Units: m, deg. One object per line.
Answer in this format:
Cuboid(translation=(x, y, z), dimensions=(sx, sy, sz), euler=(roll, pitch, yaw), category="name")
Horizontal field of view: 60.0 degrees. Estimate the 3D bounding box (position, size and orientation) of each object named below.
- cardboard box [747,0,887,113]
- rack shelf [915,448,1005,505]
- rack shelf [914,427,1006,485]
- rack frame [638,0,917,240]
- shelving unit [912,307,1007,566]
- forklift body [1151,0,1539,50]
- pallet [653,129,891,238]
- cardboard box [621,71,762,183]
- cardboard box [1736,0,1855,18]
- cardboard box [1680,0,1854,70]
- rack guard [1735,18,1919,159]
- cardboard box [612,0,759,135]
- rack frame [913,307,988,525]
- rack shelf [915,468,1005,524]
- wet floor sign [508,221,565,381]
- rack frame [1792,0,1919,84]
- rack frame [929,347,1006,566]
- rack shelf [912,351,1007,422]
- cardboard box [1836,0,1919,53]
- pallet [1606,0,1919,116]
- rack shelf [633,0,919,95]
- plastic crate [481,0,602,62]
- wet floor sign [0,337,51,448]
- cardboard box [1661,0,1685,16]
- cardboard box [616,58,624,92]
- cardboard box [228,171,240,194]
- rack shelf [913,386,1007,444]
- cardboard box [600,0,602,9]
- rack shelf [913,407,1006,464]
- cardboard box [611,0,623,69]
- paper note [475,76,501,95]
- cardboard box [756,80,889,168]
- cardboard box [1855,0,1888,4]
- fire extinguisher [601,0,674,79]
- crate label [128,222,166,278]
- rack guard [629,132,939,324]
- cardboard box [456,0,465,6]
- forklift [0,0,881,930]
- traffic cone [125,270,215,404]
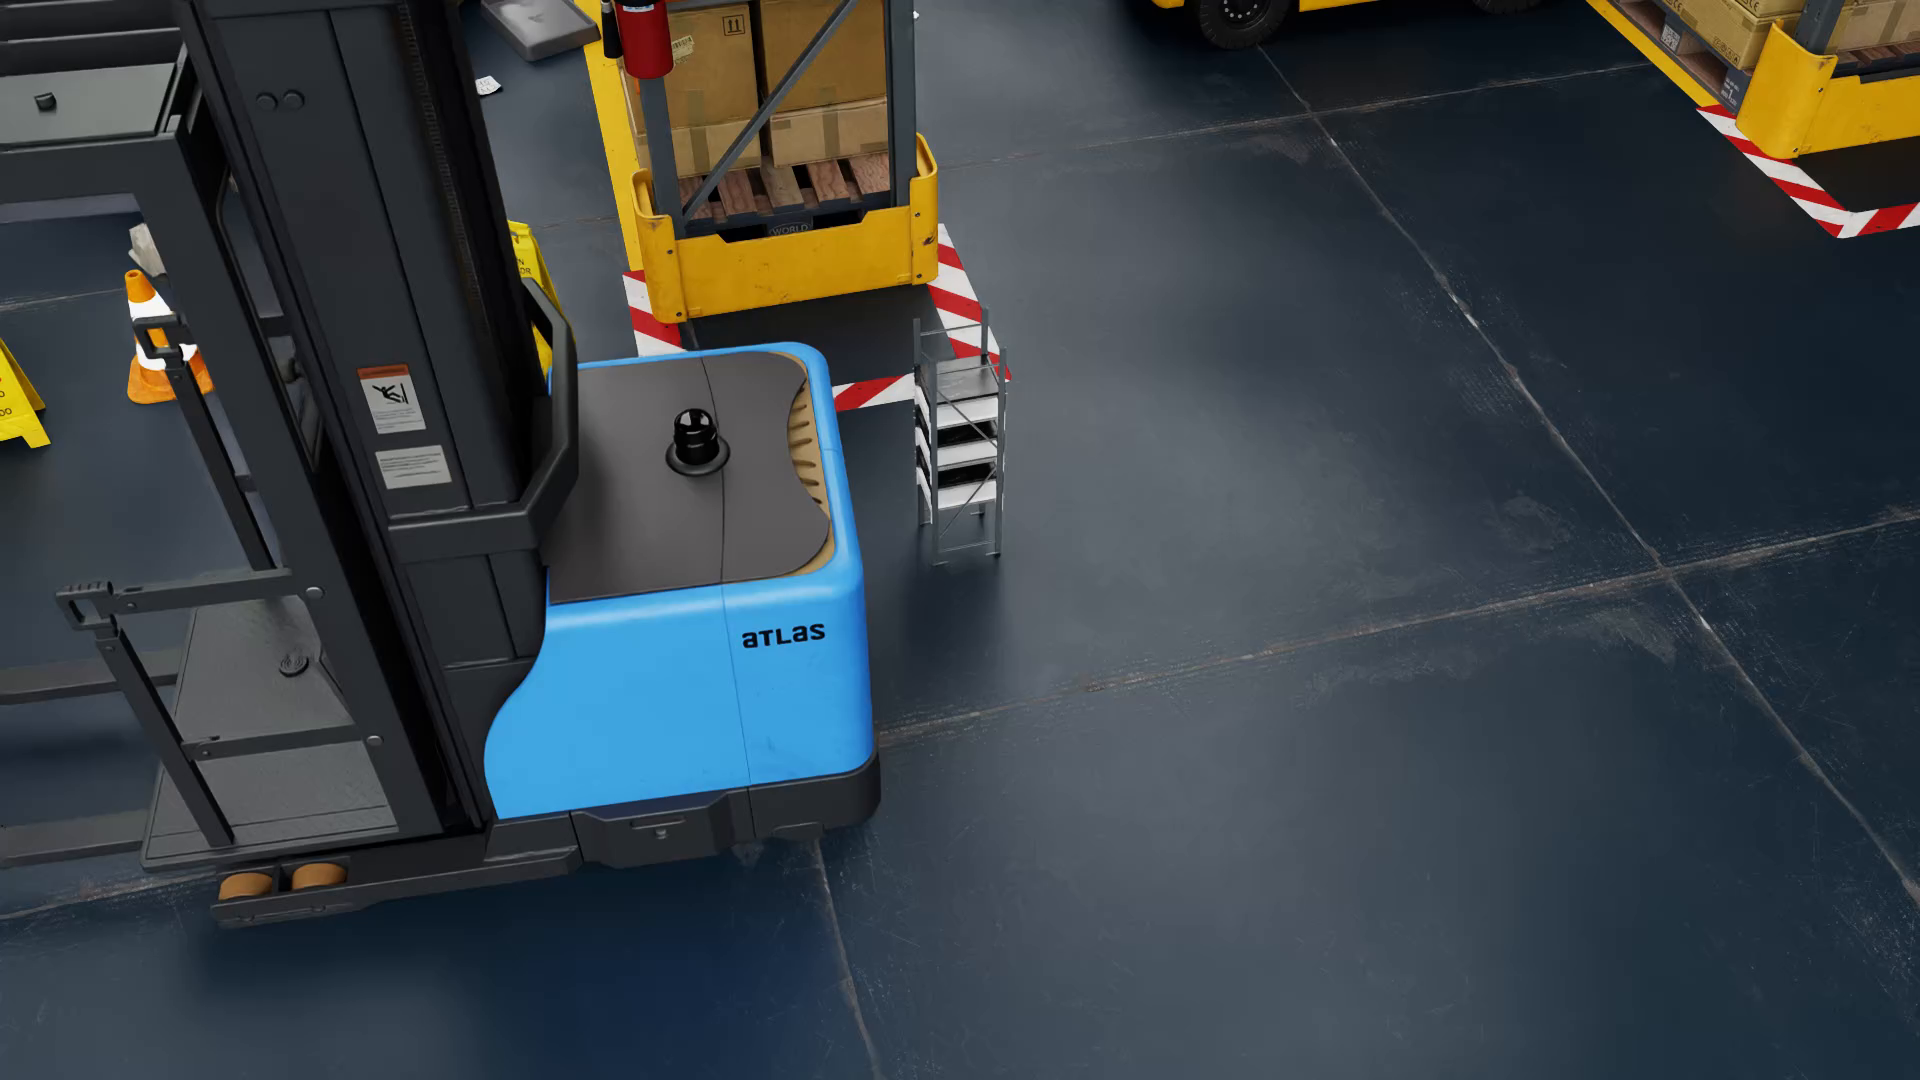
Cuboid(translation=(-0.609, -2.140, 6.853), dimensions=(0.500, 0.500, 0.500), euler=(-12, 47, -12), category="cardboard box")
Cuboid(translation=(-0.002, -0.234, 5.522), dimensions=(0.258, 0.077, 0.200), euler=(-11, 47, -10), category="rack shelf")
Cuboid(translation=(-0.002, -0.297, 5.458), dimensions=(0.258, 0.077, 0.200), euler=(-11, 47, -10), category="rack shelf")
Cuboid(translation=(-0.663, -2.069, 5.678), dimensions=(1.000, 3.000, 0.127), euler=(-11, 47, -10), category="rack frame")
Cuboid(translation=(-0.002, -0.321, 5.434), dimensions=(0.258, 0.900, 0.210), euler=(-11, 47, -10), category="shelving unit")
Cuboid(translation=(1.885, -3.658, 7.829), dimensions=(2.313, 2.155, 1.214), euler=(-11, 47, -10), category="forklift body")
Cuboid(translation=(-0.857, -1.713, 7.281), dimensions=(1.003, 0.211, 1.213), euler=(-11, 47, -10), category="pallet")
Cuboid(translation=(-1.137, -1.779, 7.025), dimensions=(0.500, 0.250, 0.500), euler=(-11, 47, -11), category="cardboard box")
Cuboid(translation=(3.707, -2.618, 7.497), dimensions=(0.500, 0.250, 0.500), euler=(-11, 47, -11), category="cardboard box")
Cuboid(translation=(3.708, -2.431, 7.663), dimensions=(0.500, 0.250, 0.500), euler=(-10, 46, -10), category="cardboard box")
Cuboid(translation=(4.140, -2.088, 7.446), dimensions=(1.175, 0.500, 0.348), euler=(-11, 47, -10), category="rack guard")
Cuboid(translation=(-1.121, -2.022, 6.737), dimensions=(0.500, 0.500, 0.500), euler=(-10, 46, -10), category="cardboard box")
Cuboid(translation=(-0.028, -0.391, 5.503), dimensions=(0.240, 0.900, 0.006), euler=(-11, 47, -10), category="rack frame")
Cuboid(translation=(-0.002, -0.171, 5.586), dimensions=(0.258, 0.077, 0.200), euler=(-11, 47, -10), category="rack shelf")
Cuboid(translation=(-1.649, -0.919, 6.198), dimensions=(0.267, 0.644, 0.232), euler=(4, 46, 4), category="wet floor sign")
Cuboid(translation=(4.134, -2.980, 6.570), dimensions=(1.000, 3.000, 0.127), euler=(-11, 47, -10), category="rack frame")
Cuboid(translation=(0.024, -0.250, 5.365), dimensions=(0.240, 0.900, 0.006), euler=(-11, 47, -10), category="rack frame")
Cuboid(translation=(-0.002, -0.486, 5.265), dimensions=(0.258, 0.077, 0.200), euler=(-11, 47, -10), category="rack shelf")
Cuboid(translation=(4.197, -2.539, 7.769), dimensions=(0.500, 0.250, 0.500), euler=(-11, 47, -10), category="cardboard box")
Cuboid(translation=(3.898, -2.524, 8.076), dimensions=(1.003, 0.211, 1.213), euler=(-11, 47, -10), category="pallet")
Cuboid(translation=(-1.175, -3.198, 7.288), dimensions=(1.077, 0.370, 4.000), euler=(-11, 47, -10), category="rack shelf")
Cuboid(translation=(-2.078, -2.575, 8.218), dimensions=(0.402, 0.080, 0.583), euler=(-26, 51, -24), category="plastic crate")
Cuboid(translation=(-3.501, -0.613, 5.898), dimensions=(0.267, 0.644, 0.232), euler=(-18, 48, -17), category="wet floor sign")
Cuboid(translation=(3.590, -2.776, 8.001), dimensions=(0.500, 0.250, 0.500), euler=(-11, 47, -10), category="cardboard box")
Cuboid(translation=(-1.255, -2.122, 7.360), dimensions=(0.500, 0.250, 0.500), euler=(-11, 47, -10), category="cardboard box")
Cuboid(translation=(-2.951, -1.607, 7.220), dimensions=(0.380, 0.149, 0.250), euler=(11, 47, 11), category="cardboard box")
Cuboid(translation=(-0.002, -0.423, 5.329), dimensions=(0.258, 0.077, 0.200), euler=(-11, 47, -10), category="rack shelf")
Cuboid(translation=(-1.395, -2.482, 7.714), dimensions=(0.500, 0.250, 0.500), euler=(-12, 47, -12), category="cardboard box")
Cuboid(translation=(-0.002, -0.360, 5.394), dimensions=(0.258, 0.077, 0.200), euler=(-11, 47, -10), category="rack shelf")
Cuboid(translation=(-1.257, -2.382, 7.090), dimensions=(0.500, 0.500, 0.500), euler=(-9, 46, -9), category="cardboard box")
Cuboid(translation=(-2.249, -2.142, 7.828), dimensions=(0.142, 0.019, 0.148), euler=(-26, 51, -24), category="paper note")
Cuboid(translation=(-0.603, -1.861, 7.105), dimensions=(0.500, 0.250, 0.500), euler=(-11, 47, -11), category="cardboard box")
Cuboid(translation=(4.214, -2.702, 7.579), dimensions=(0.500, 0.250, 0.500), euler=(-10, 46, -10), category="cardboard box")
Cuboid(translation=(-1.080, -1.879, 5.545), dimensions=(0.296, 0.674, 0.183), euler=(-11, 47, -10), category="fire extinguisher")
Cuboid(translation=(-3.268, -1.222, 6.852), dimensions=(0.250, 0.136, 0.298), euler=(-35, 55, -30), category="crate label")
Cuboid(translation=(-0.683, -1.247, 6.622), dimensions=(1.175, 0.500, 0.348), euler=(-11, 47, -10), category="rack guard")
Cuboid(translation=(-2.728, -2.968, 8.307), dimensions=(0.500, 0.500, 0.500), euler=(19, 48, 17), category="cardboard box")
Cuboid(translation=(-1.797, -0.348, 4.038), dimensions=(3.031, 2.935, 1.130), euler=(-7, 46, -7), category="forklift")
Cuboid(translation=(-3.006, -0.805, 6.215), dimensions=(0.336, 0.463, 0.334), euler=(-11, 47, -10), category="traffic cone")
